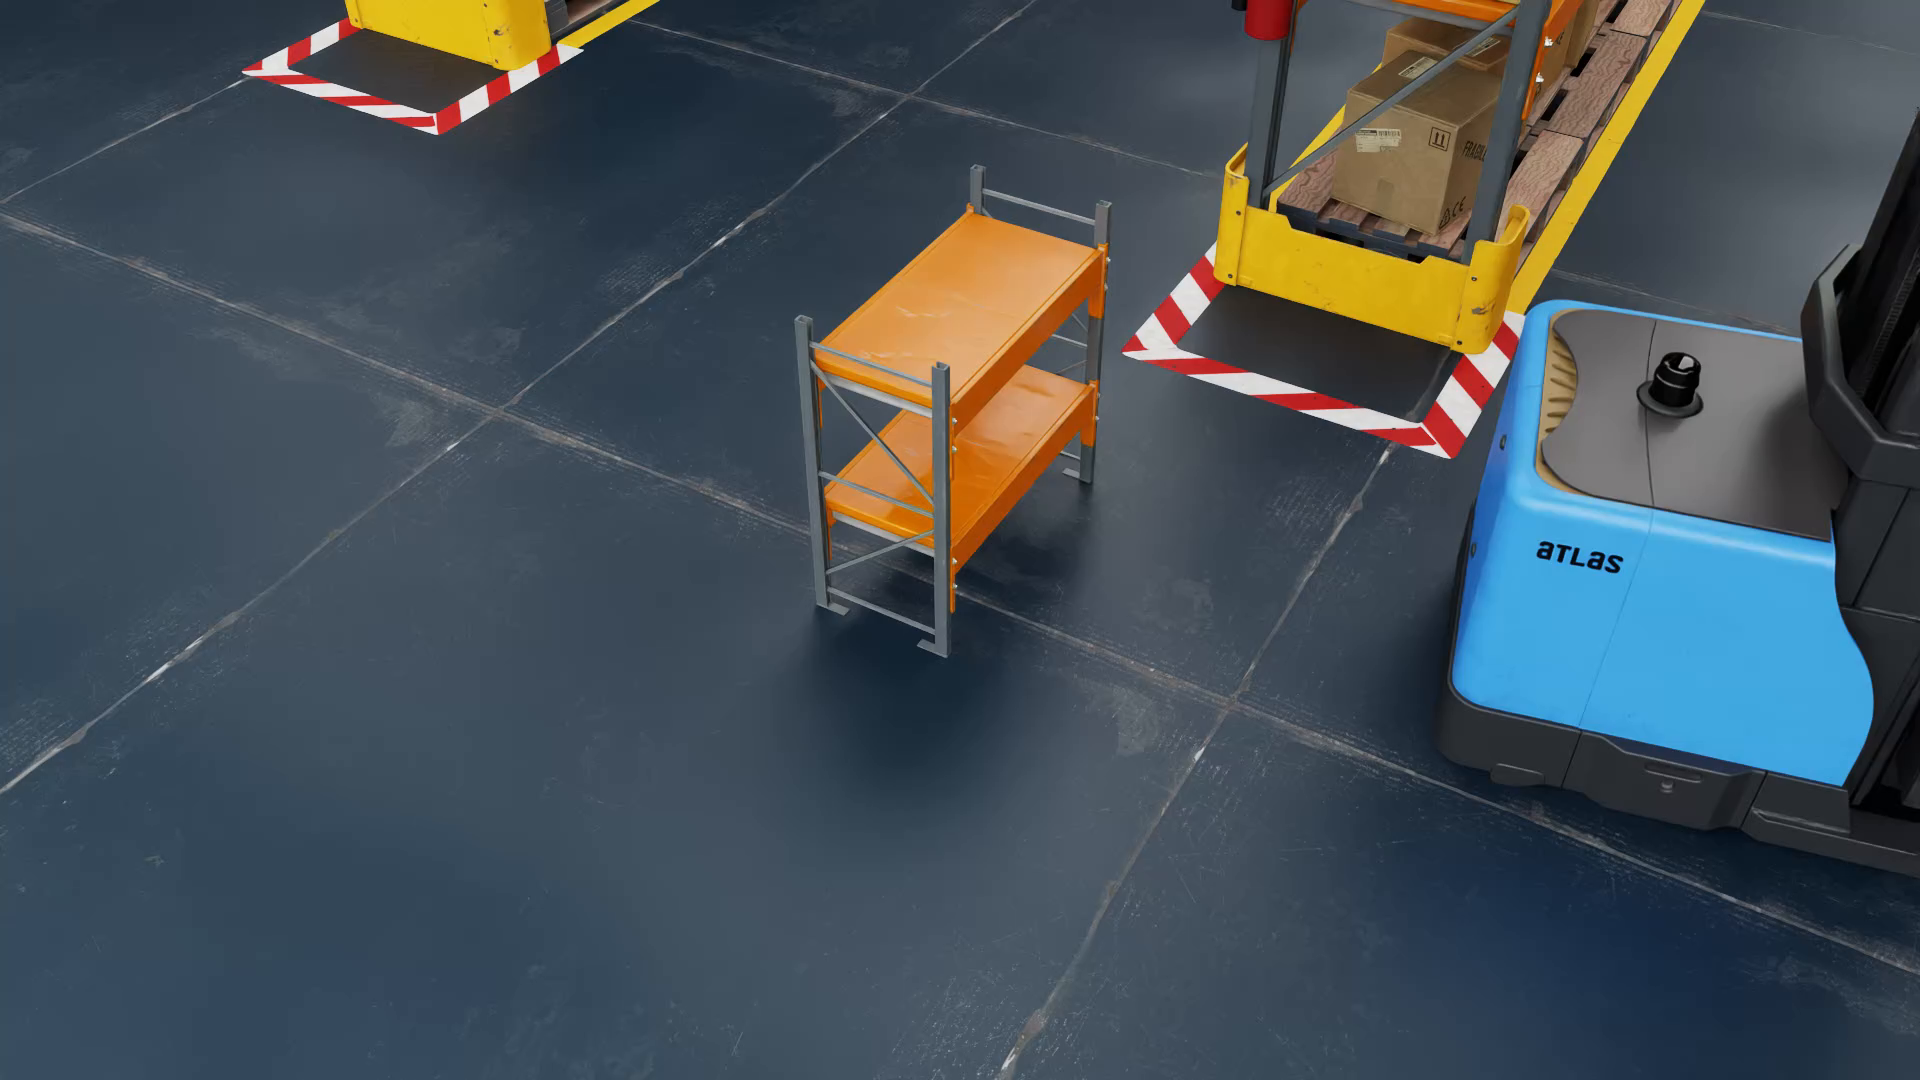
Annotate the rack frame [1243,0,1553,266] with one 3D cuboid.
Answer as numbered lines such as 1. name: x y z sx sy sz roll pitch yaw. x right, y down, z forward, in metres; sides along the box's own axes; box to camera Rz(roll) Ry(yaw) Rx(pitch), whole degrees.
1. rack frame: 1.599 -2.092 5.856 1.000 3.000 0.127 21 45 22

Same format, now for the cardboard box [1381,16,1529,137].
1. cardboard box: 2.196 -2.016 7.344 0.500 0.500 0.500 -33 51 -32

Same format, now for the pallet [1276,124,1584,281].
1. pallet: 2.074 -1.542 7.341 1.003 0.211 1.213 21 45 22

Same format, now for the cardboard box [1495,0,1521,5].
1. cardboard box: 1.948 -2.082 6.034 0.380 0.149 0.250 21 45 22

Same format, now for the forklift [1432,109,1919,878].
1. forklift: 2.985 -0.425 4.014 3.031 2.935 1.130 12 43 13

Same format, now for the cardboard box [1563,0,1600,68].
1. cardboard box: 2.843 -2.673 8.089 0.500 0.500 0.500 17 44 18

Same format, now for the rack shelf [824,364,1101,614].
1. rack shelf: 0.003 -0.243 5.544 0.538 0.278 1.000 21 45 22

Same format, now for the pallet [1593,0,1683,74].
1. pallet: 3.295 -2.938 8.926 1.003 0.211 1.213 21 45 22

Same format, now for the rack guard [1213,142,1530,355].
1. rack guard: 1.637 -1.197 6.731 1.175 0.500 0.348 21 45 22

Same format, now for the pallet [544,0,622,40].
1. pallet: -2.280 -3.205 9.230 1.003 0.211 1.213 21 45 22

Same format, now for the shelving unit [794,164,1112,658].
1. shelving unit: 0.003 -0.426 5.383 0.538 1.125 1.048 21 45 22

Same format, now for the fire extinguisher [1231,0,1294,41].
1. fire extinguisher: 1.143 -2.150 5.980 0.296 0.674 0.183 21 45 22

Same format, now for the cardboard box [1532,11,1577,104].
1. cardboard box: 2.525 -2.368 7.743 0.500 0.500 0.500 25 47 26

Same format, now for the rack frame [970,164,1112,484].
1. rack frame: 0.258 -0.717 5.713 0.500 1.125 0.032 21 45 22

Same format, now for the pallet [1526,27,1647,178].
1. pallet: 2.686 -2.237 8.131 1.003 0.211 1.213 21 45 22

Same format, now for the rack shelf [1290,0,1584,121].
1. rack shelf: 2.600 -2.966 7.393 1.077 0.370 4.000 21 45 22

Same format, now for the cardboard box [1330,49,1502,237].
1. cardboard box: 1.926 -1.663 6.942 0.500 0.500 0.500 30 49 29

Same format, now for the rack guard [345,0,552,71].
1. rack guard: -2.692 -2.851 8.609 1.175 0.500 0.348 21 45 22

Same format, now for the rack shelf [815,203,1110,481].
1. rack shelf: 0.003 -0.646 5.189 0.538 0.278 1.000 21 45 22

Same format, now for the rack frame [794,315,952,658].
1. rack frame: -0.251 -0.135 5.052 0.500 1.125 0.032 21 45 22
